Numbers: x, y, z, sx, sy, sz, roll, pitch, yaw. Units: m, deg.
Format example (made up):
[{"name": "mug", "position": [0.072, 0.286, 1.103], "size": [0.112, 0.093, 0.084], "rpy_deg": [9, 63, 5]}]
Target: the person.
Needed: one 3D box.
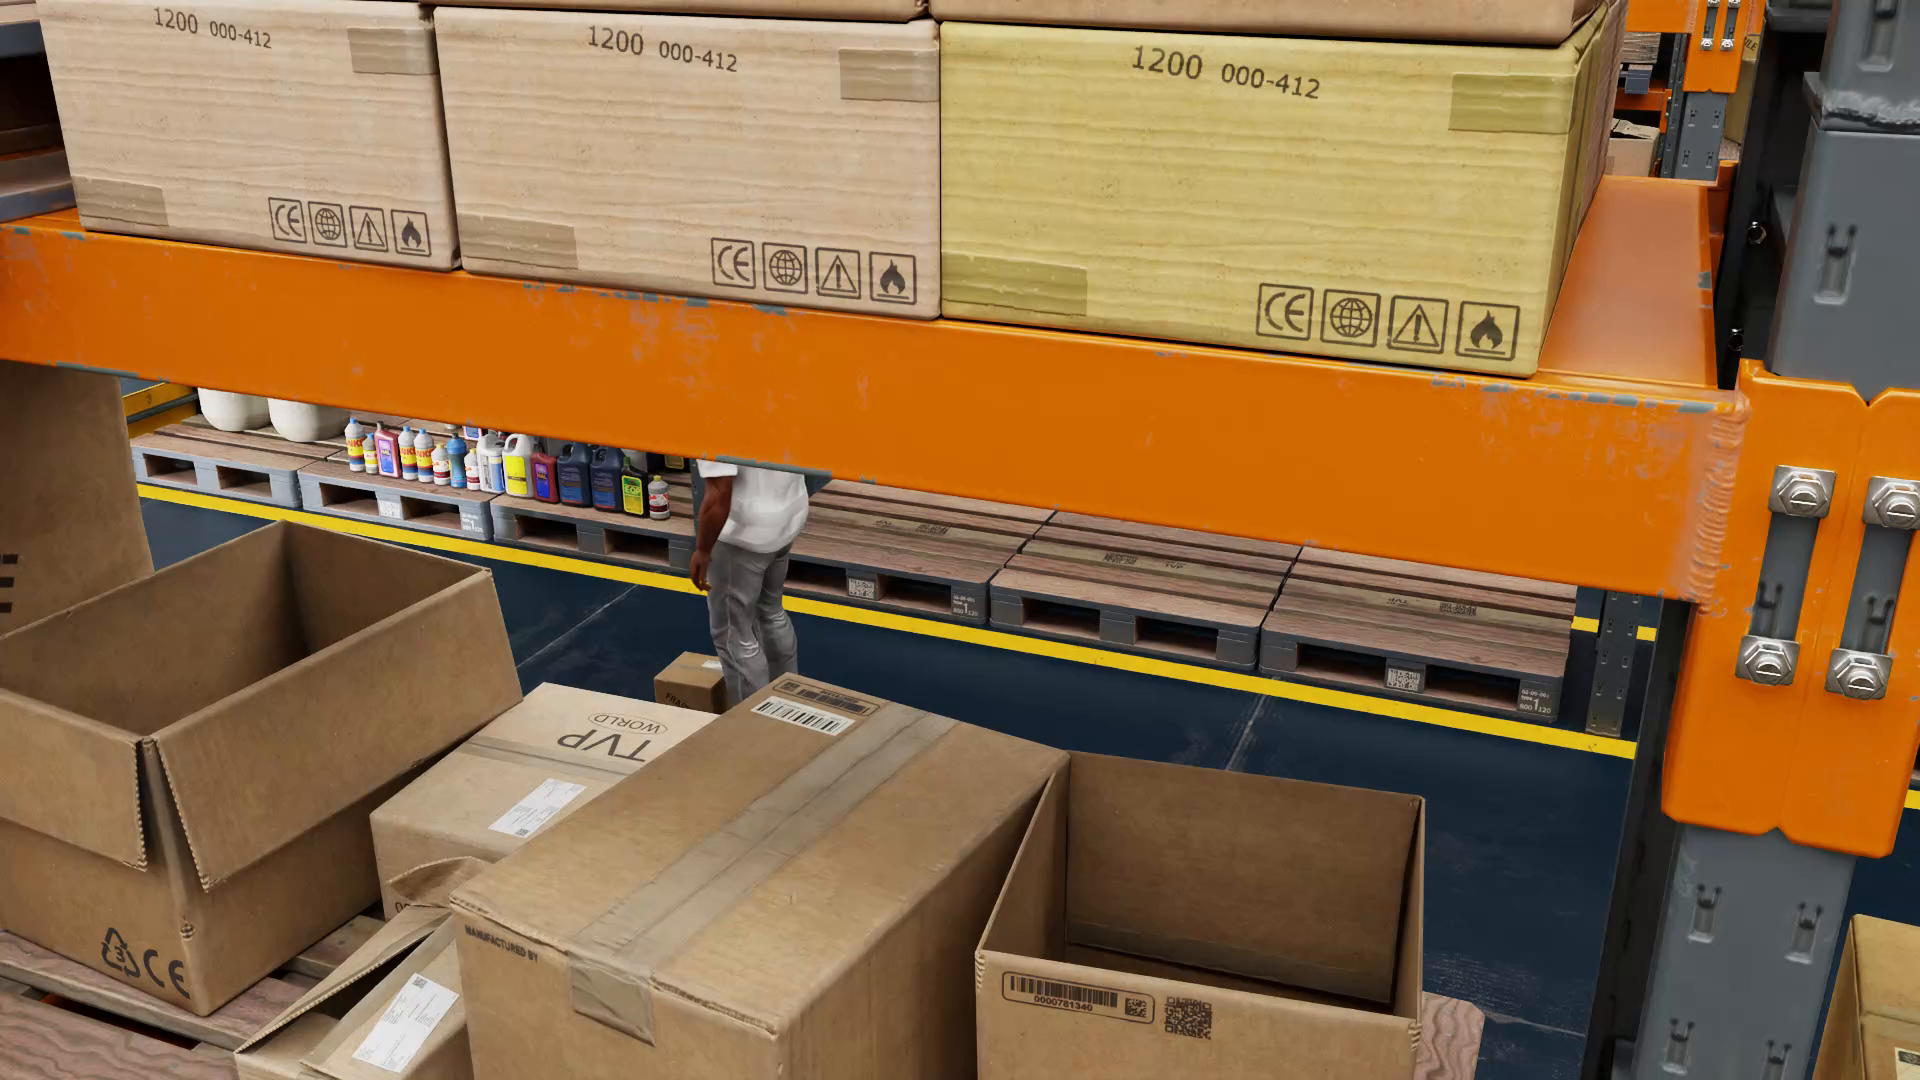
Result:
[{"name": "person", "position": [-0.807, -0.052, 6.194], "size": [0.457, 1.761, 0.628], "rpy_deg": [9, 24, 20]}]
